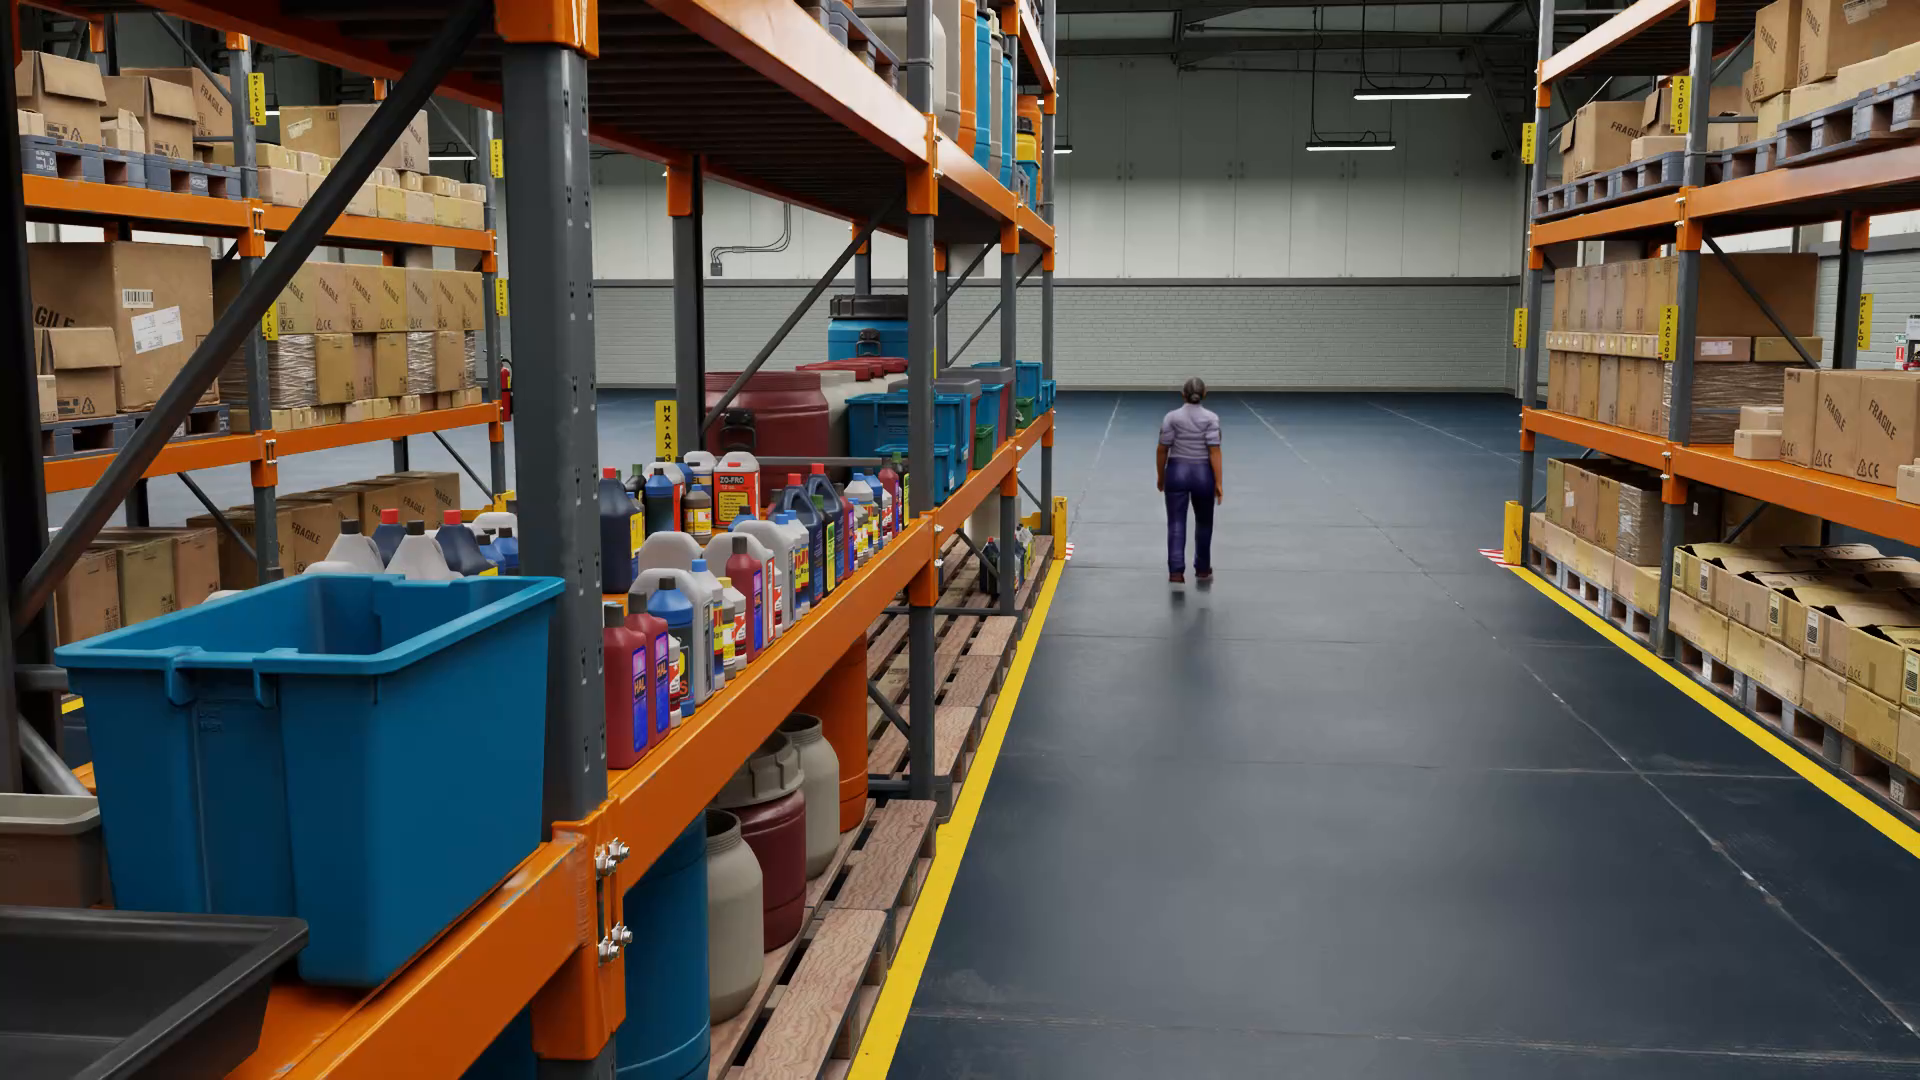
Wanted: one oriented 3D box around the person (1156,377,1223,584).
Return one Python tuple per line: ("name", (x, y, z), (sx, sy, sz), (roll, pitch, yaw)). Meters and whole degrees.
("person", (1.770, -0.462, 12.852), (0.506, 1.581, 0.975), (1, 8, 6))
